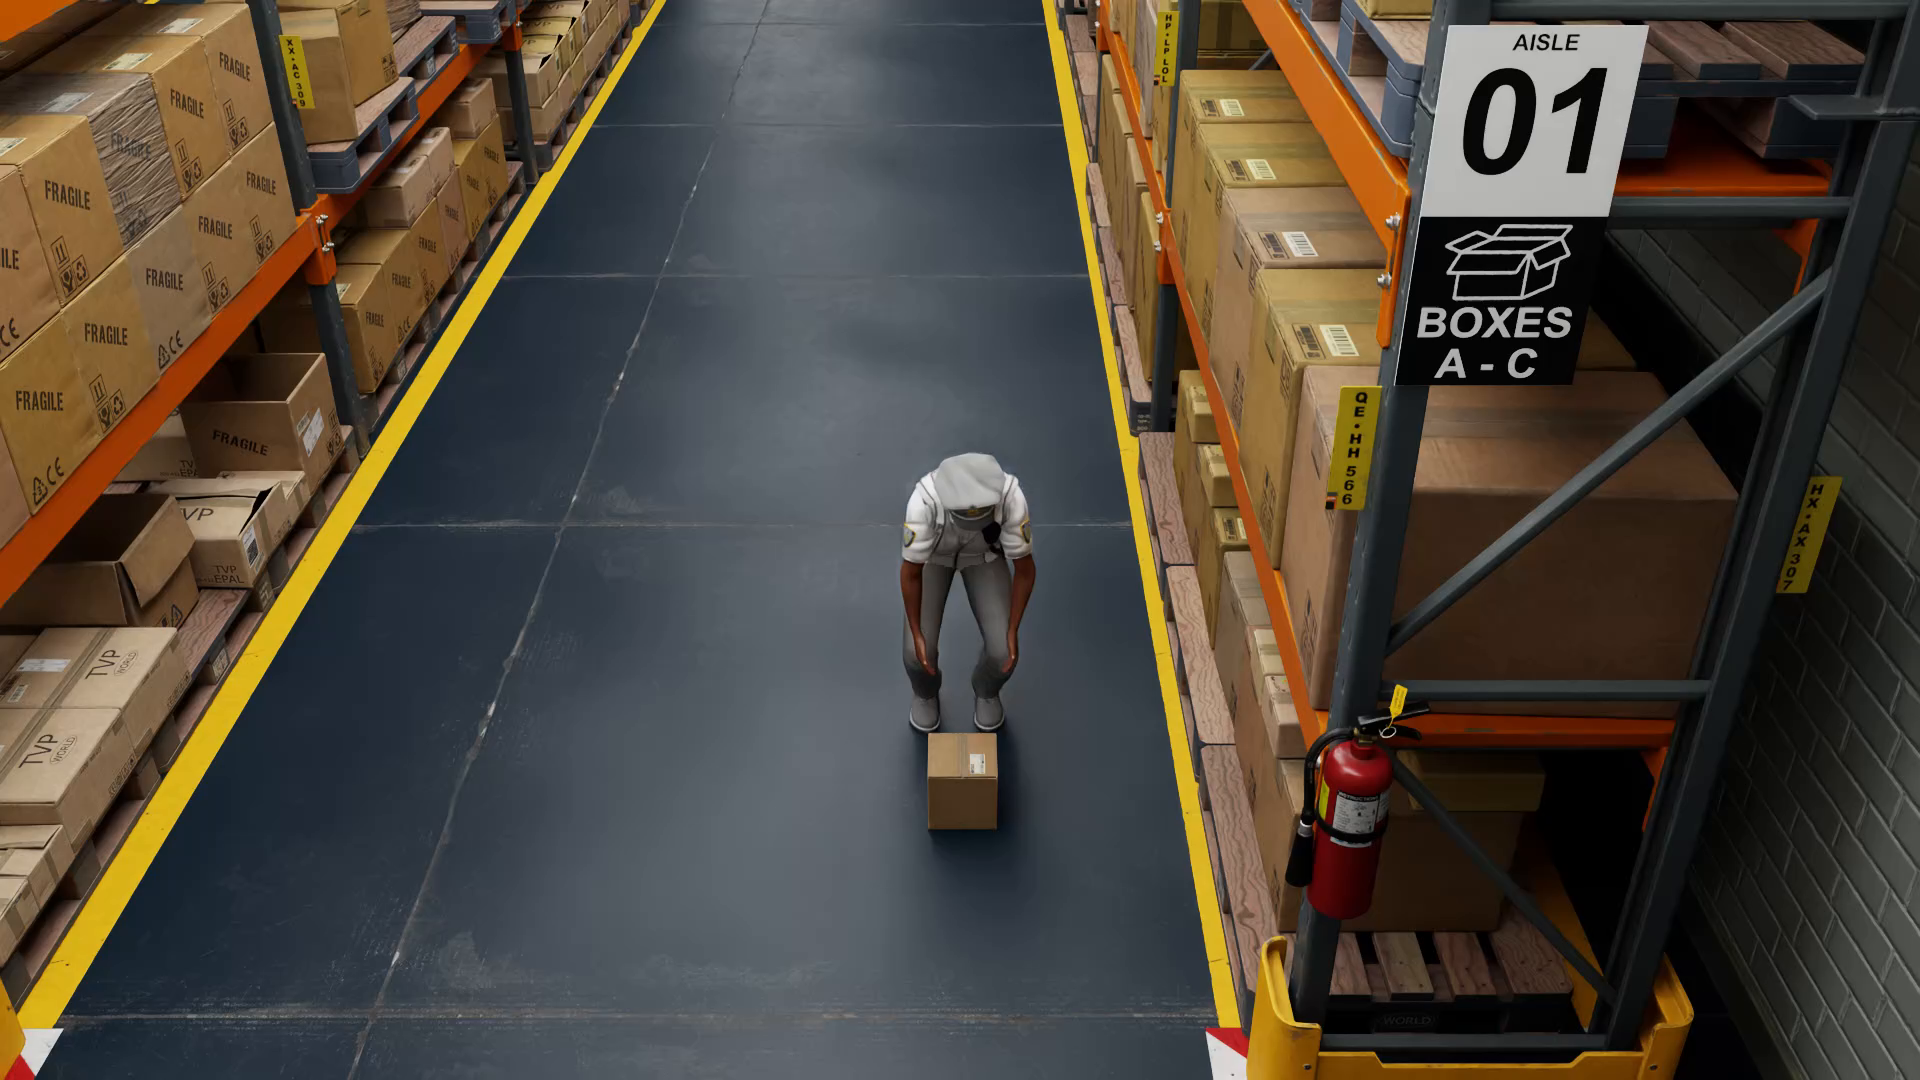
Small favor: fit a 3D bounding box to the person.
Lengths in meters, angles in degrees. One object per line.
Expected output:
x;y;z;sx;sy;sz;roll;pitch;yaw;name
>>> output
0.027;0.186;6.212;0.498;1.275;0.769;0;32;-1;person
